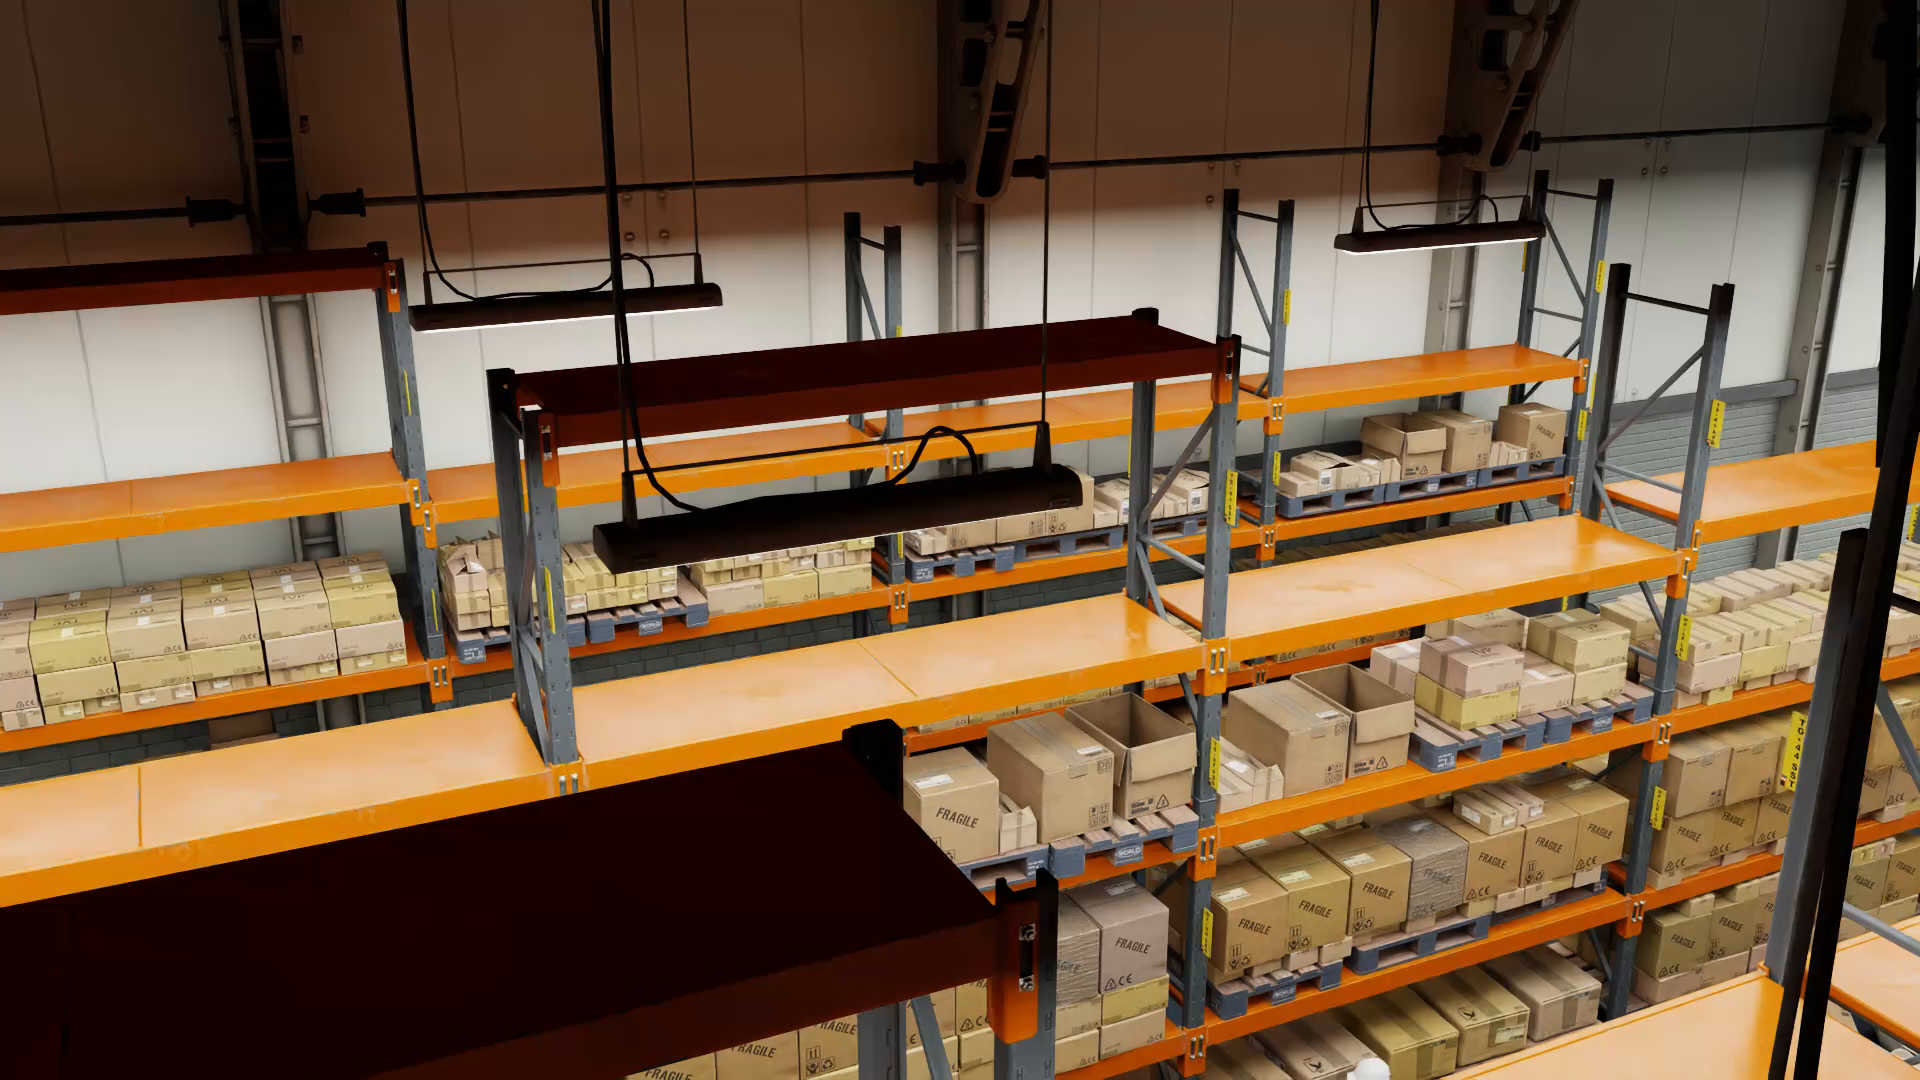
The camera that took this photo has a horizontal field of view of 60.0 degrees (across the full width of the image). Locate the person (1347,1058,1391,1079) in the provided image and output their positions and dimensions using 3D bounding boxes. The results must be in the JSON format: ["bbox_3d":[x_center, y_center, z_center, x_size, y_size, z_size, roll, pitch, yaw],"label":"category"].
[{"bbox_3d":[2.573,3.981,10.270,0.457,1.782,0.605,-11,21,-28],"label":"person"}]
